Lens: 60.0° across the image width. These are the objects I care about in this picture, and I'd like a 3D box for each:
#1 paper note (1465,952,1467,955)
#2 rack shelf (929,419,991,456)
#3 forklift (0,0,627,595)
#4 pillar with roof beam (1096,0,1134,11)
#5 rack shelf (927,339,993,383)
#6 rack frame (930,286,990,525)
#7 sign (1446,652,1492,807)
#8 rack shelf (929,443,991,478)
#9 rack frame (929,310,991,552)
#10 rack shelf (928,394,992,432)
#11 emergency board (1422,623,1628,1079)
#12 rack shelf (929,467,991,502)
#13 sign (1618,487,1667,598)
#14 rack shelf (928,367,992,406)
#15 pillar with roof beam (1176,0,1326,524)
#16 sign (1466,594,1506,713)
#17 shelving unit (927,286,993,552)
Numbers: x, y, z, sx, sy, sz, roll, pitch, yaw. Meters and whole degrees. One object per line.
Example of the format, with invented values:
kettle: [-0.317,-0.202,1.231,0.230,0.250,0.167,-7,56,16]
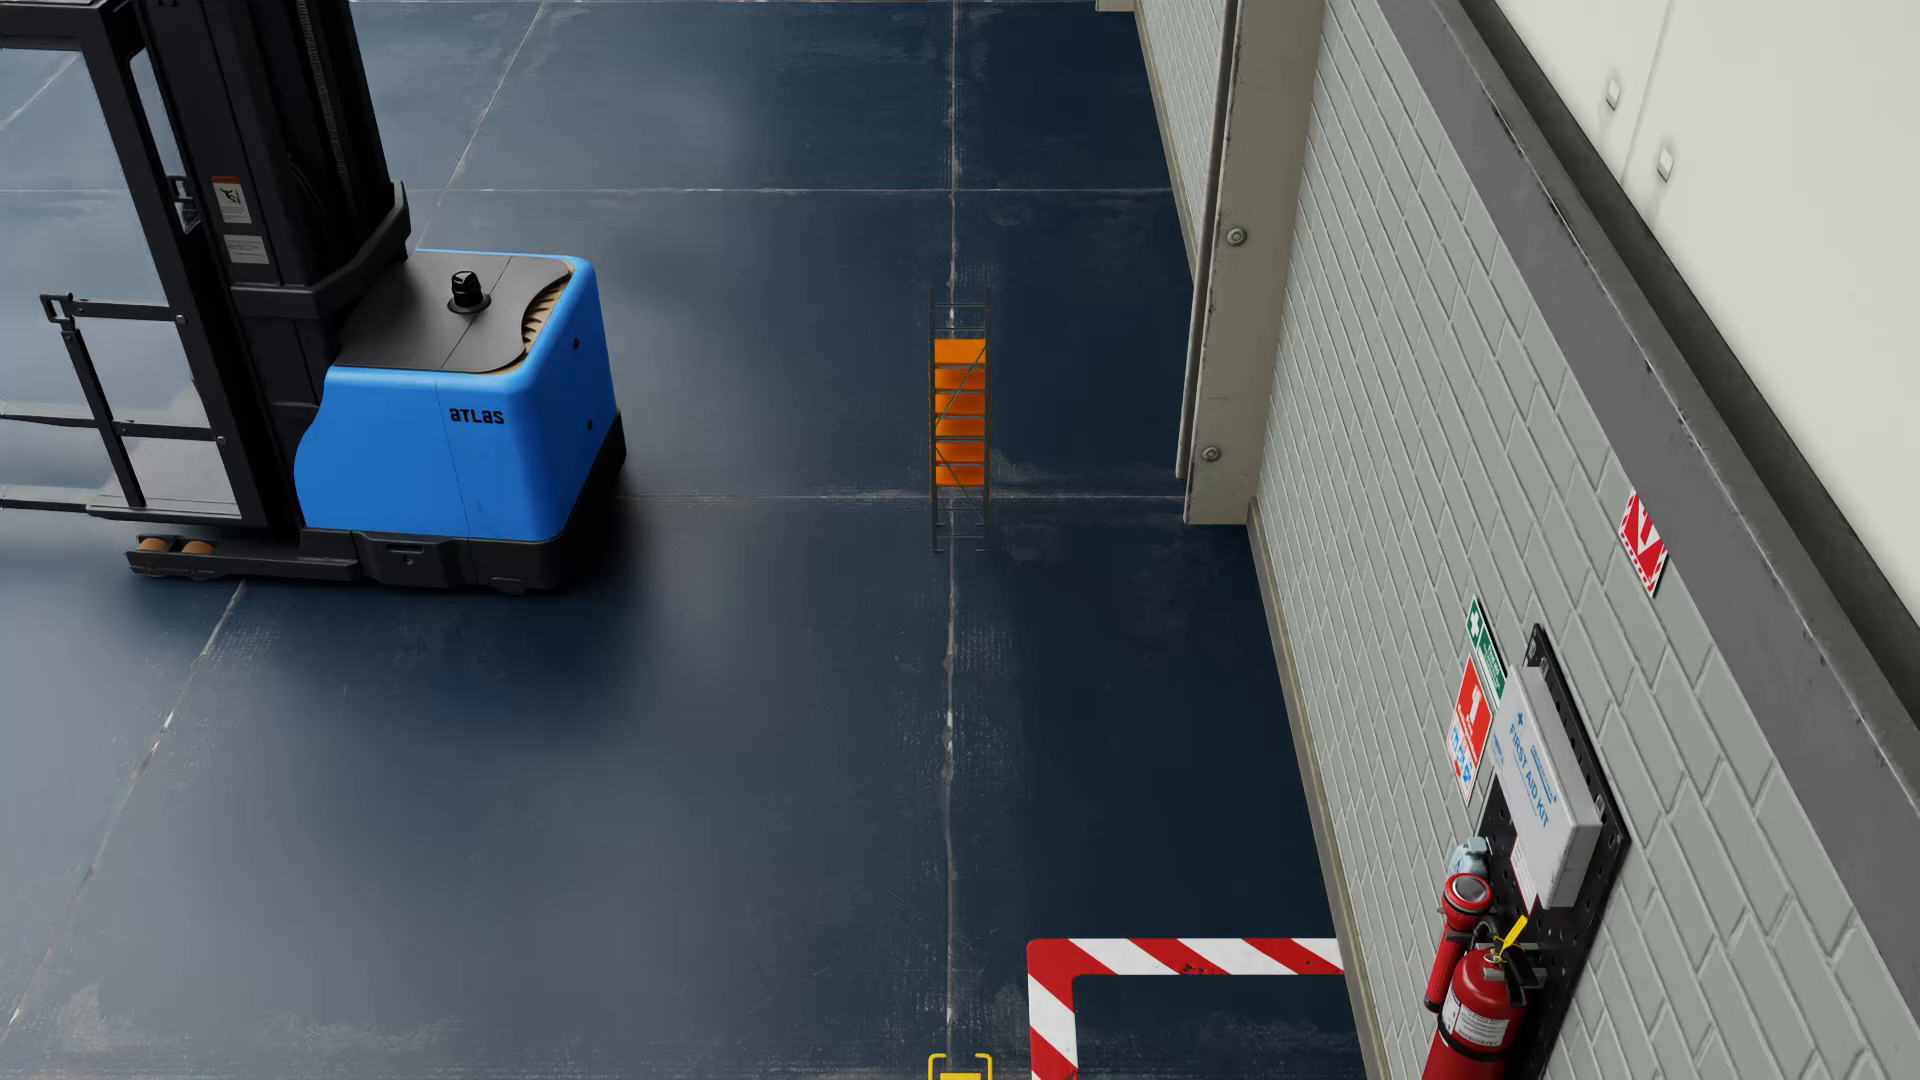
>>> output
paper note: [1.257,1.075,4.215,0.016,0.148,0.142,0,39,0]
rack shelf: [0.000,-0.443,6.914,0.258,0.103,0.180,0,39,0]
forklift: [-3.077,-1.299,6.527,3.031,2.935,1.130,4,39,4]
pillar with roof beam: [-3.166,-7.455,9.357,9.100,9.000,0.400,0,39,0]
rack shelf: [0.000,-0.724,6.689,0.258,0.103,0.180,0,39,0]
rack frame: [0.000,-0.534,6.957,0.240,1.200,0.006,0,39,0]
sign: [1.290,0.482,4.221,0.001,0.329,0.234,0,39,0]
rack shelf: [0.000,-0.349,6.989,0.258,0.103,0.180,0,39,0]
rack frame: [0.000,-0.420,6.815,0.240,1.200,0.006,0,39,0]
rack shelf: [0.000,-0.536,6.839,0.258,0.103,0.180,0,39,0]
emergency board: [1.188,0.842,3.801,0.194,1.169,0.643,0,39,0]
rack shelf: [0.000,-0.255,7.064,0.258,0.103,0.180,0,39,0]
sign: [1.287,-0.068,3.082,0.001,0.298,0.199,0,39,0]
rack shelf: [0.000,-0.630,6.764,0.258,0.103,0.180,0,39,0]
pillar with roof beam: [-3.160,-3.703,4.675,9.100,9.000,0.400,0,39,0]
sign: [1.281,0.278,4.052,0.001,0.109,0.331,0,39,0]
shelving unit: [0.000,-0.477,6.886,0.258,1.200,0.189,0,39,0]
